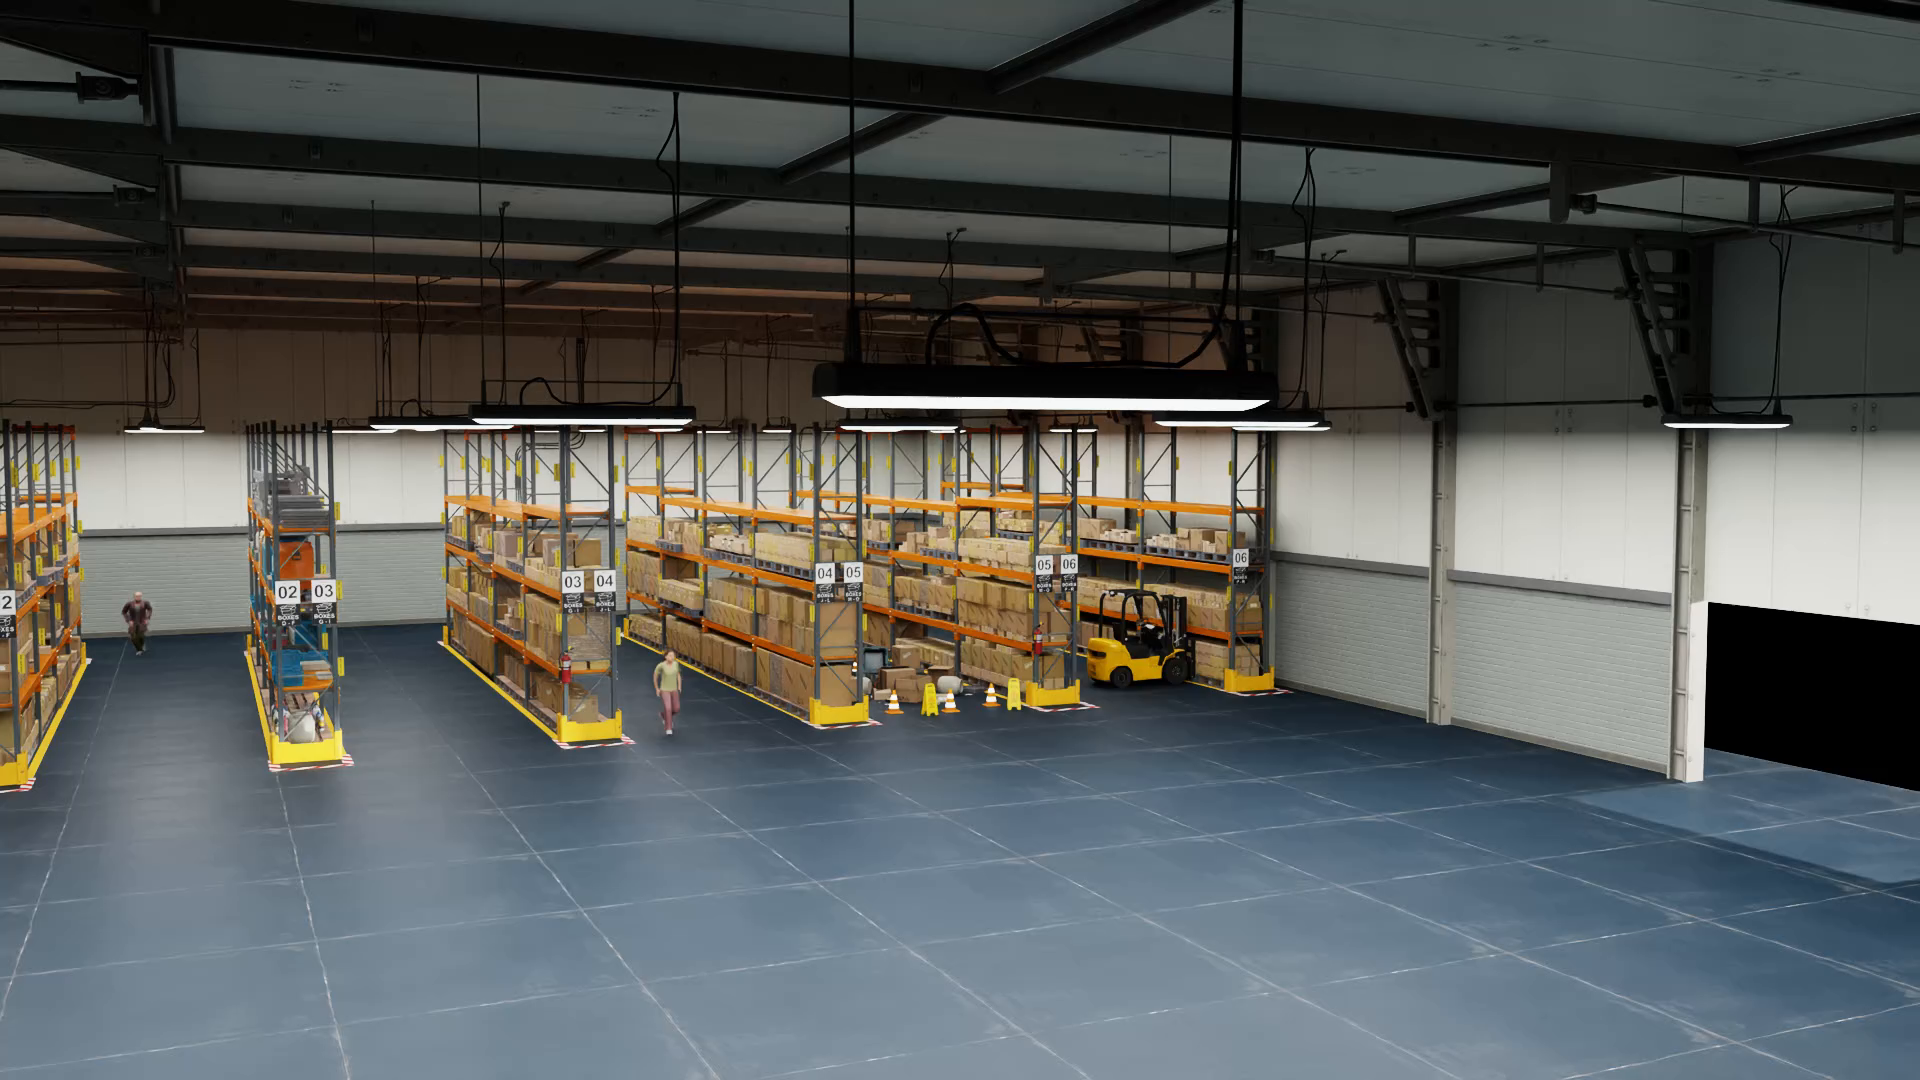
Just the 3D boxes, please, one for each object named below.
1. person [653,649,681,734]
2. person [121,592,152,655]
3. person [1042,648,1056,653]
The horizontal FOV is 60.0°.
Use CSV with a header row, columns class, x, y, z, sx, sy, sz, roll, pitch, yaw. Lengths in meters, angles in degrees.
class,x,y,z,sx,sy,sz,roll,pitch,yaw
person,-5.678,2.901,32.142,0.536,1.640,0.672,-3,4,-37
person,-21.469,2.180,43.388,0.684,1.682,0.665,-1,4,-16
person,2.121,2.403,39.890,0.685,1.668,0.776,-2,4,-23
